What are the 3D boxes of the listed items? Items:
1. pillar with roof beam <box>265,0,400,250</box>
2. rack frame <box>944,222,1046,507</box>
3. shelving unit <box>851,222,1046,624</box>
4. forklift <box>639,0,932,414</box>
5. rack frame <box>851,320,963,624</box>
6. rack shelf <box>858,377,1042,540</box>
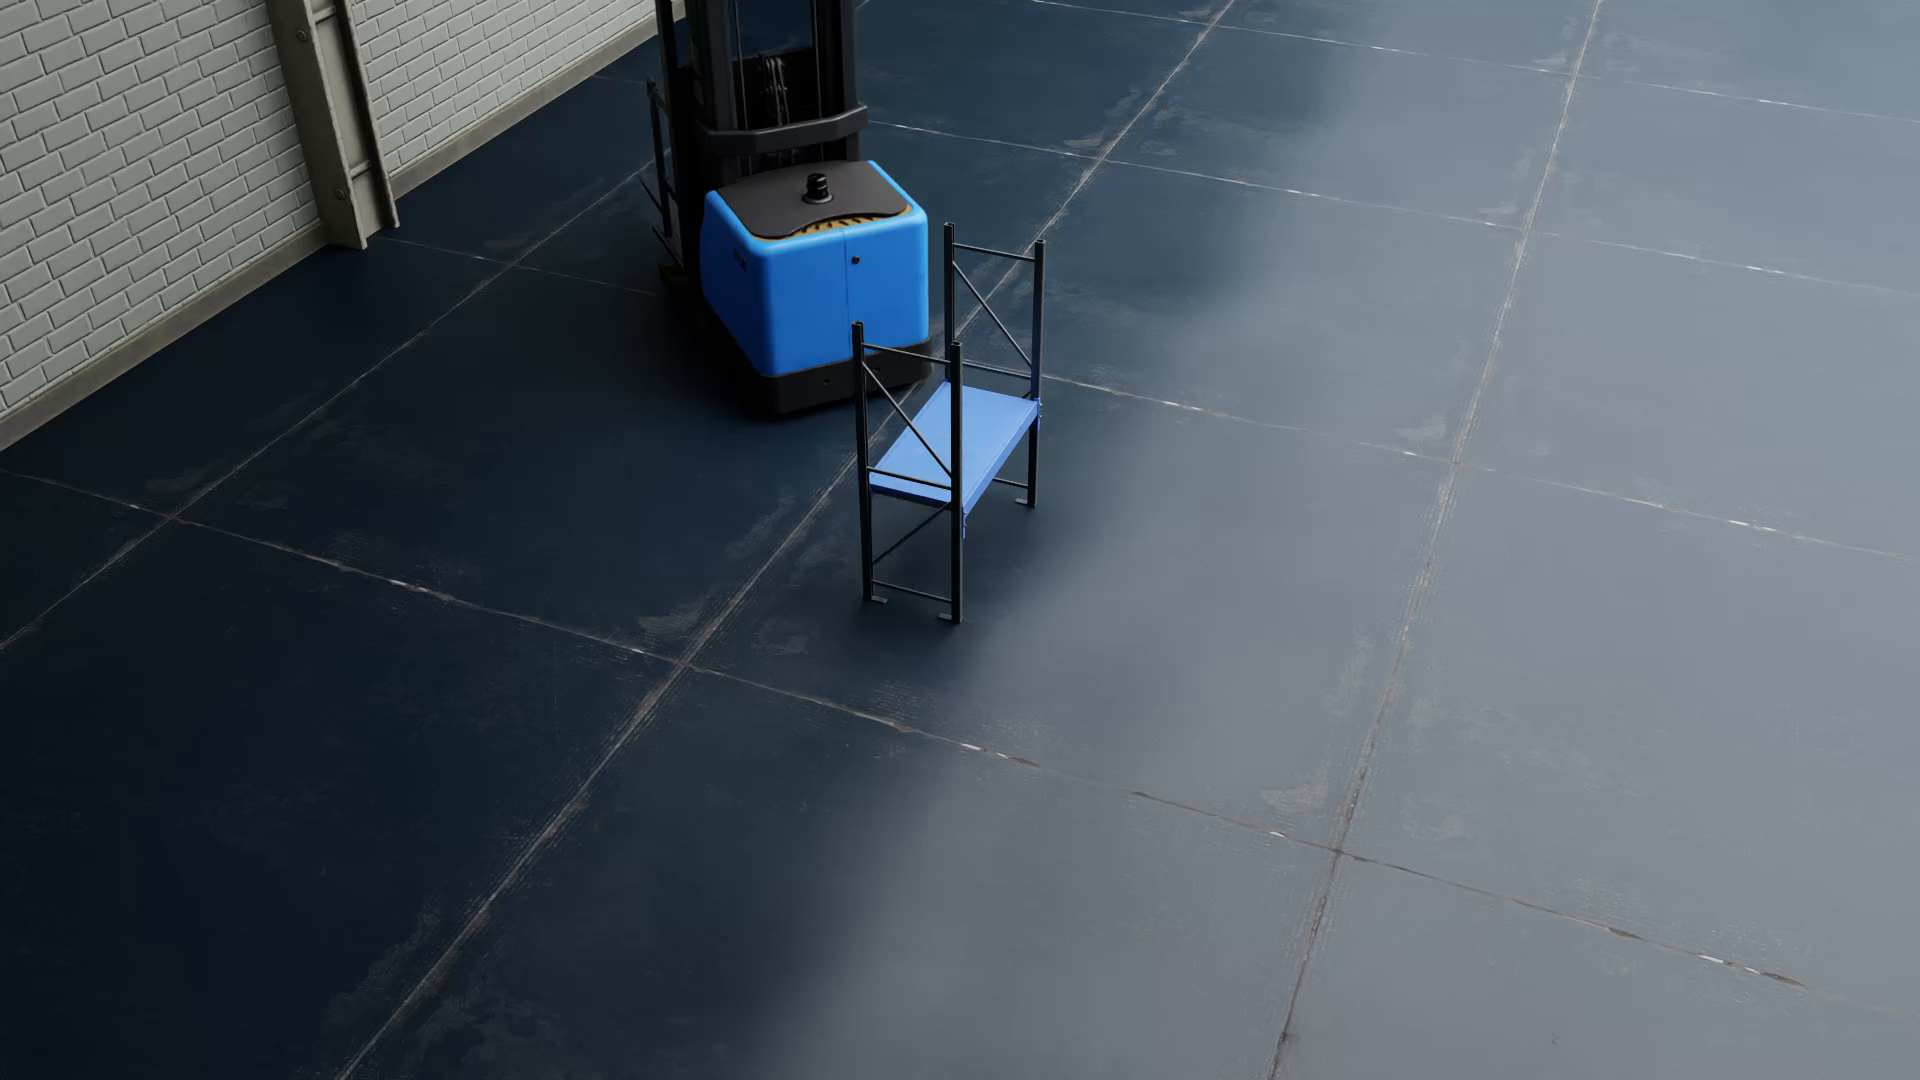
[{"bbox_3d":[-0.001,-4.670,7.083,9.100,9.000,0.400,14,39,18],"label":"pillar with roof beam"},{"bbox_3d":[0.161,-0.835,8.216,0.500,1.500,0.032,14,39,18],"label":"rack frame"},{"bbox_3d":[-0.032,-0.554,7.839,0.538,1.500,1.048,14,39,18],"label":"shelving unit"},{"bbox_3d":[-1.237,-2.743,9.573,1.130,2.935,3.031,-15,39,-20],"label":"forklift"},{"bbox_3d":[-0.226,-0.272,7.463,0.500,1.500,0.032,14,39,18],"label":"rack frame"},{"bbox_3d":[-0.032,-0.409,7.947,0.538,0.185,1.000,14,39,18],"label":"rack shelf"}]
